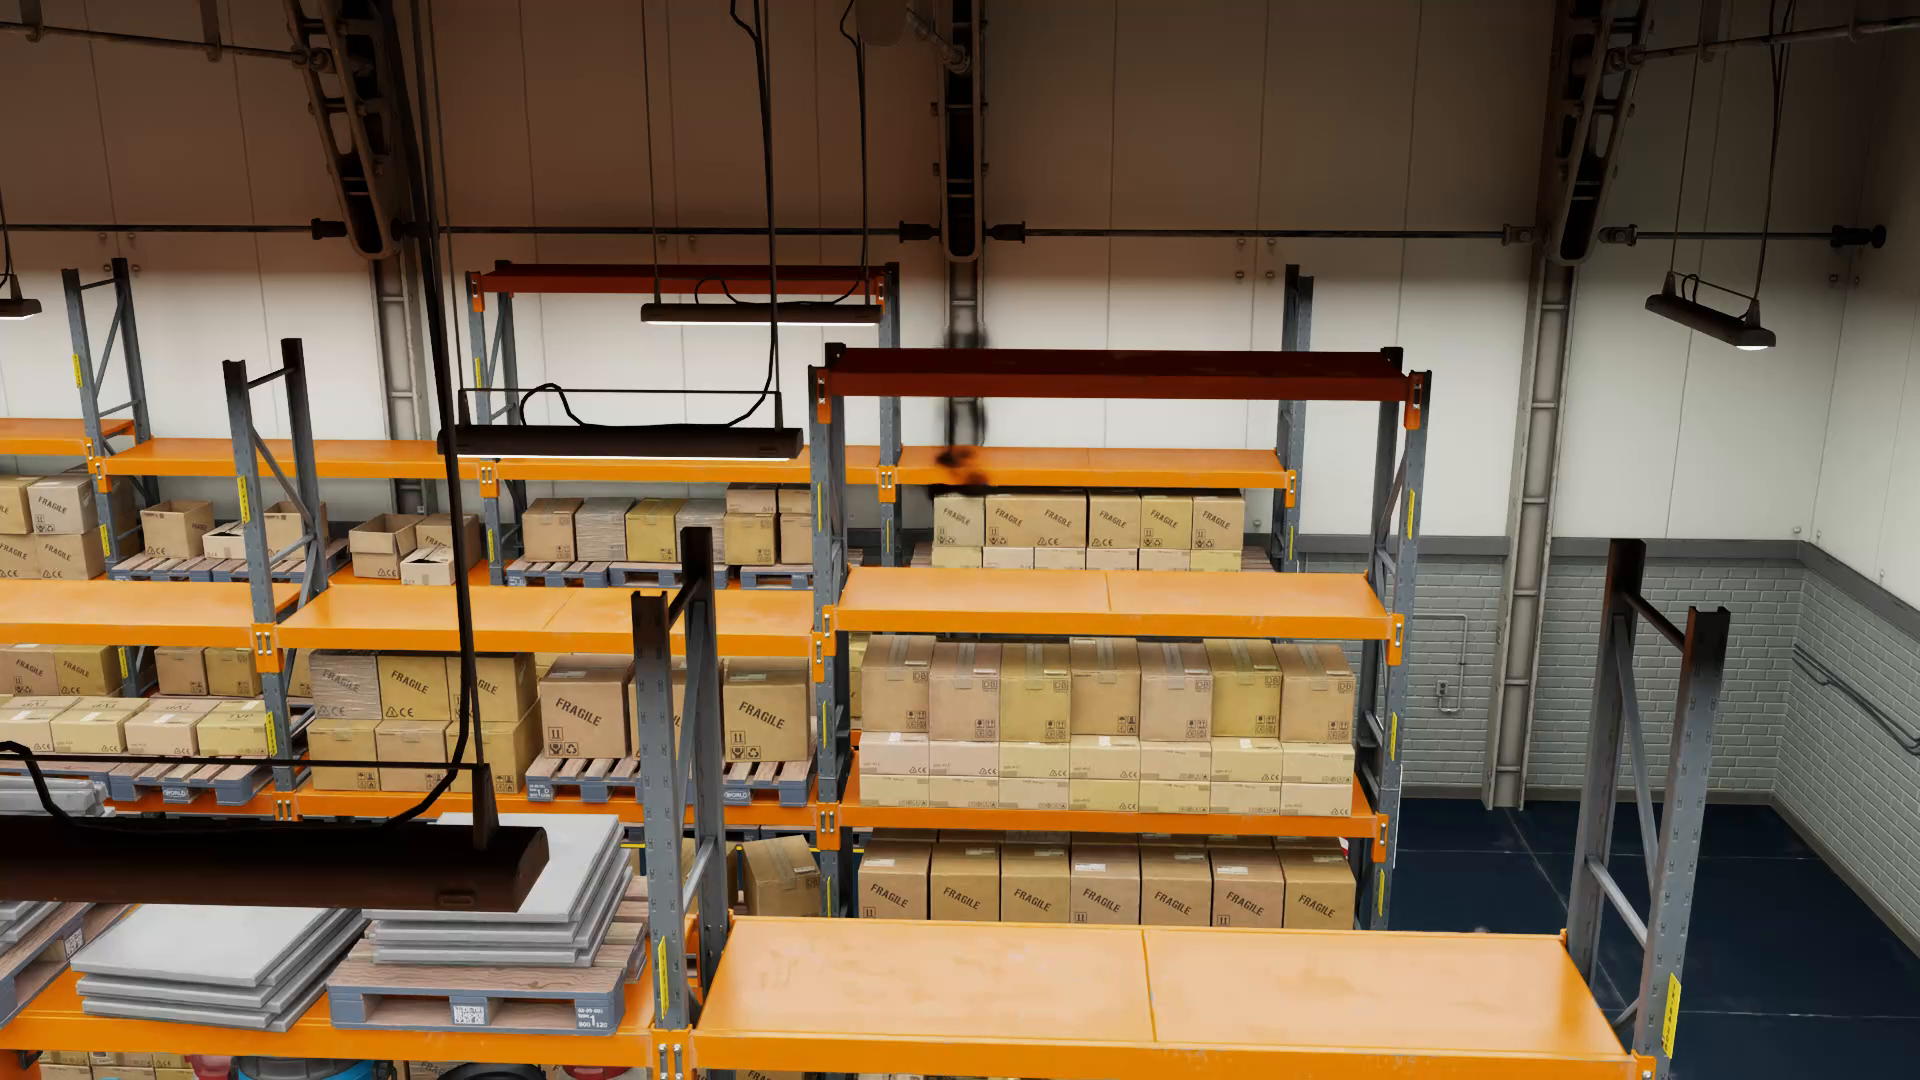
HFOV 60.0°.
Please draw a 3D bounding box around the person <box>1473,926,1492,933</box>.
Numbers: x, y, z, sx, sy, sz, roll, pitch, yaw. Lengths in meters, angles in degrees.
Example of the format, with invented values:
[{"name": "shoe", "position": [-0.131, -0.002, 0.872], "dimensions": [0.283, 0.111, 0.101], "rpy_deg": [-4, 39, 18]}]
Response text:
[{"name": "person", "position": [3.989, 3.729, 12.955], "dimensions": [0.599, 1.604, 0.553], "rpy_deg": [0, 16, -2]}]
